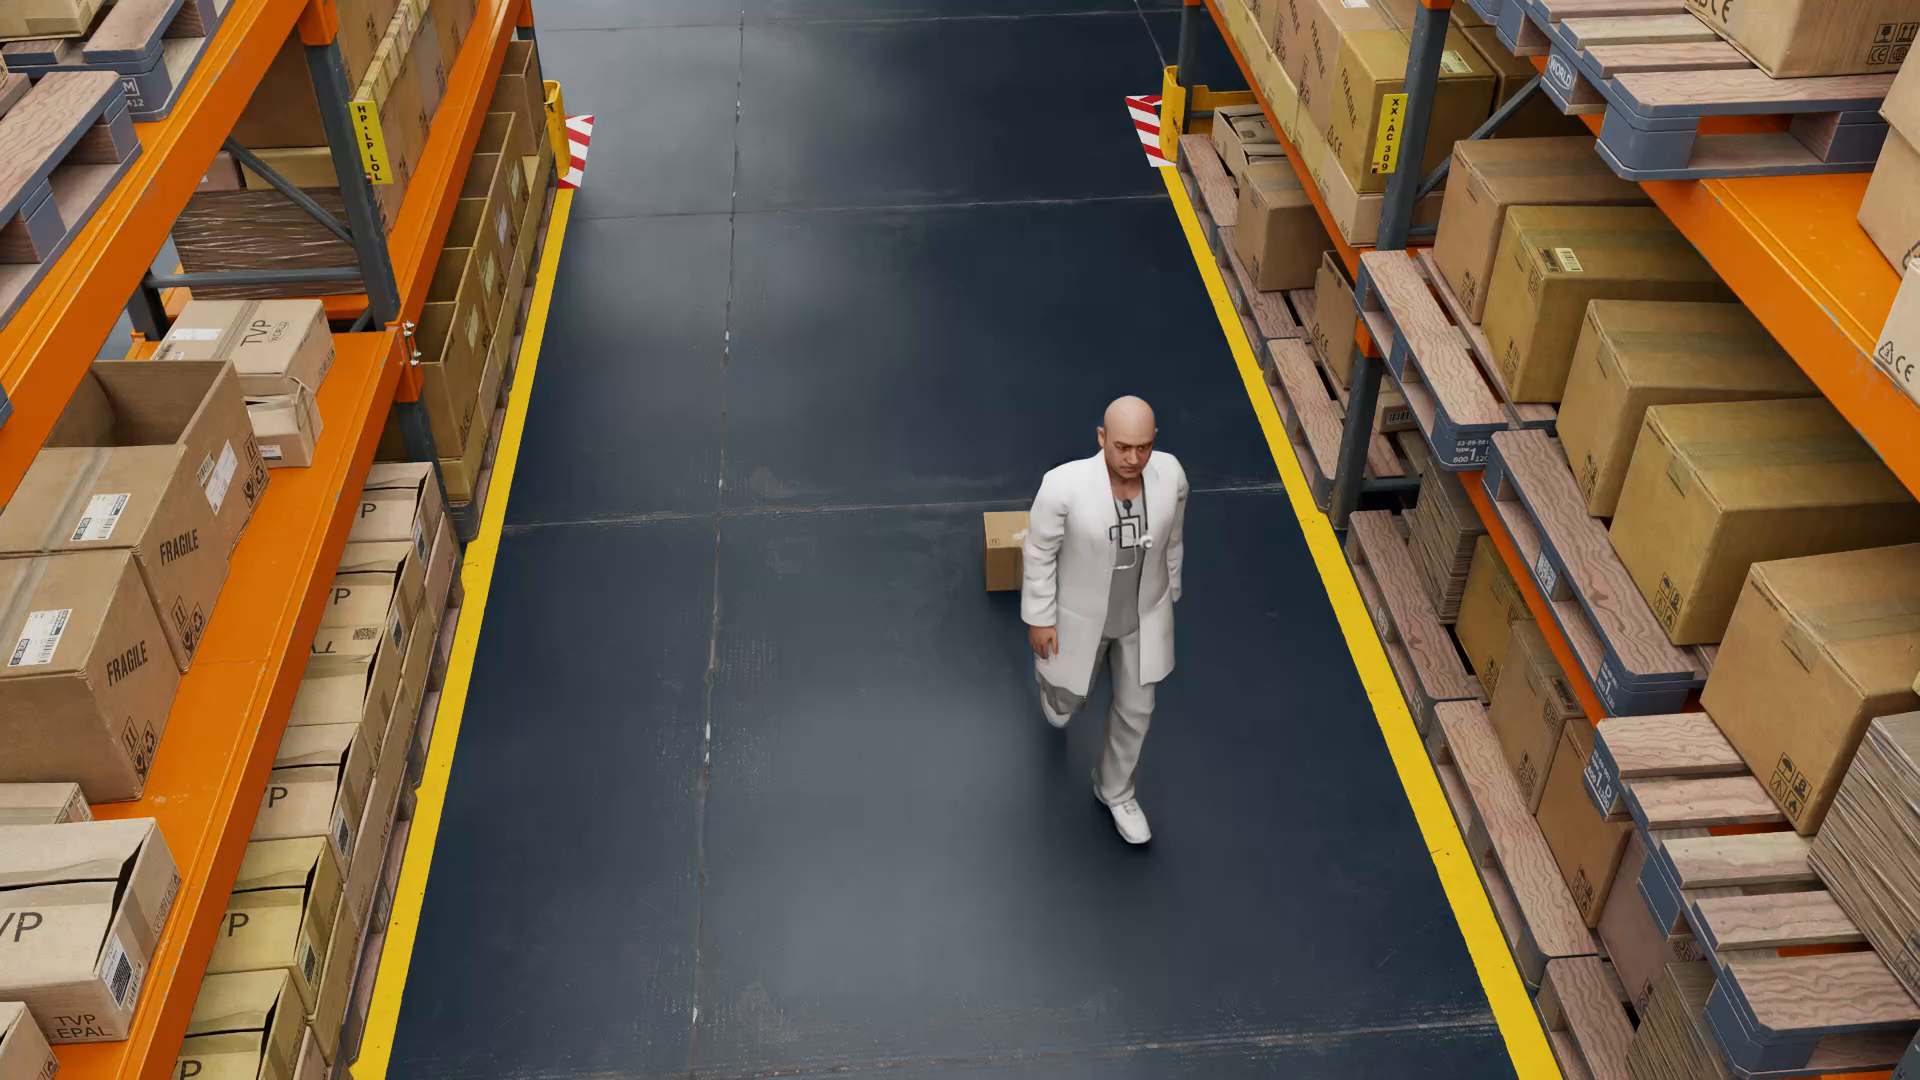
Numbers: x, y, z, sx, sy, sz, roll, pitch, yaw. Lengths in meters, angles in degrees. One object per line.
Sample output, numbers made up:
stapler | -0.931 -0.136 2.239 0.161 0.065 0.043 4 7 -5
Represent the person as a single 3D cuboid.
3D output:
person | 0.489 0.203 5.889 0.598 1.753 0.885 -8 39 -10
